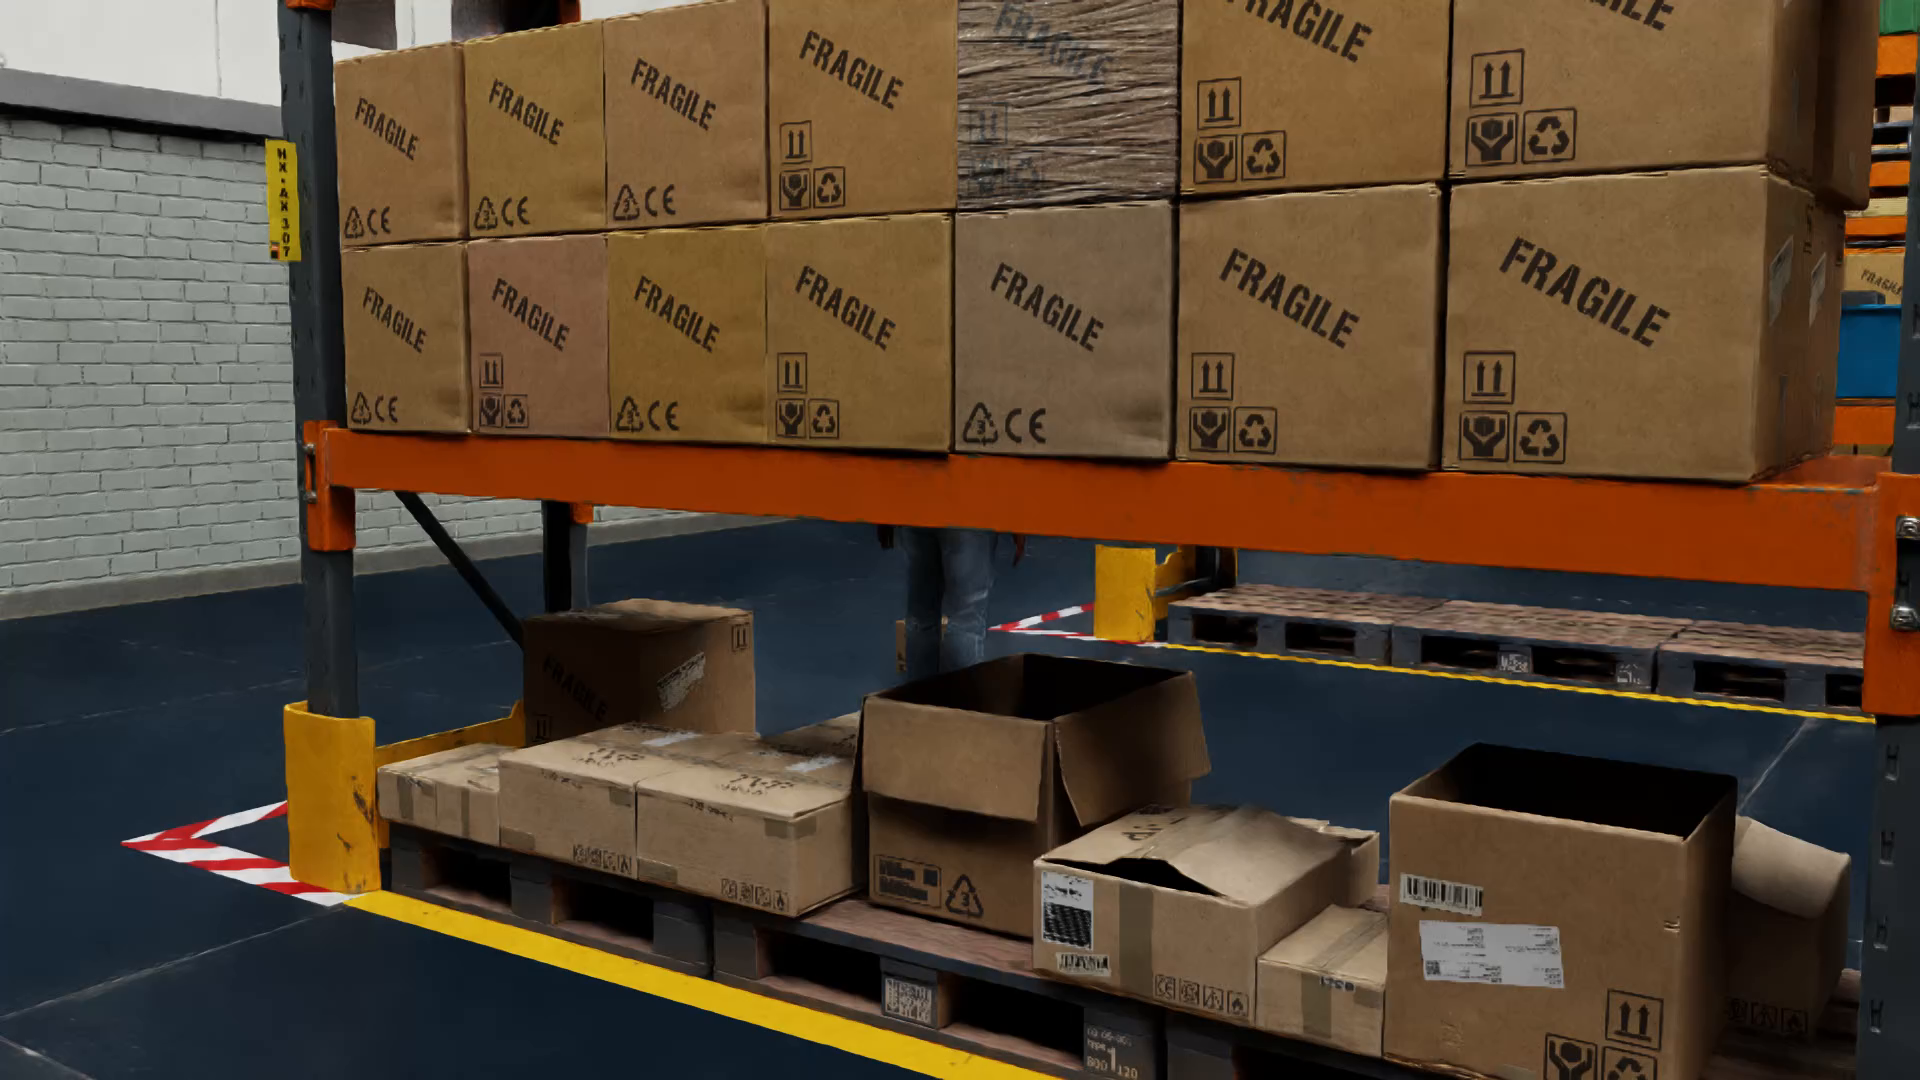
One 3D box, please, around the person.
[{"bbox_3d":[6.675,0.188,3.713,15.002,1.768,2.345,4,7,29],"label":"person"}]
